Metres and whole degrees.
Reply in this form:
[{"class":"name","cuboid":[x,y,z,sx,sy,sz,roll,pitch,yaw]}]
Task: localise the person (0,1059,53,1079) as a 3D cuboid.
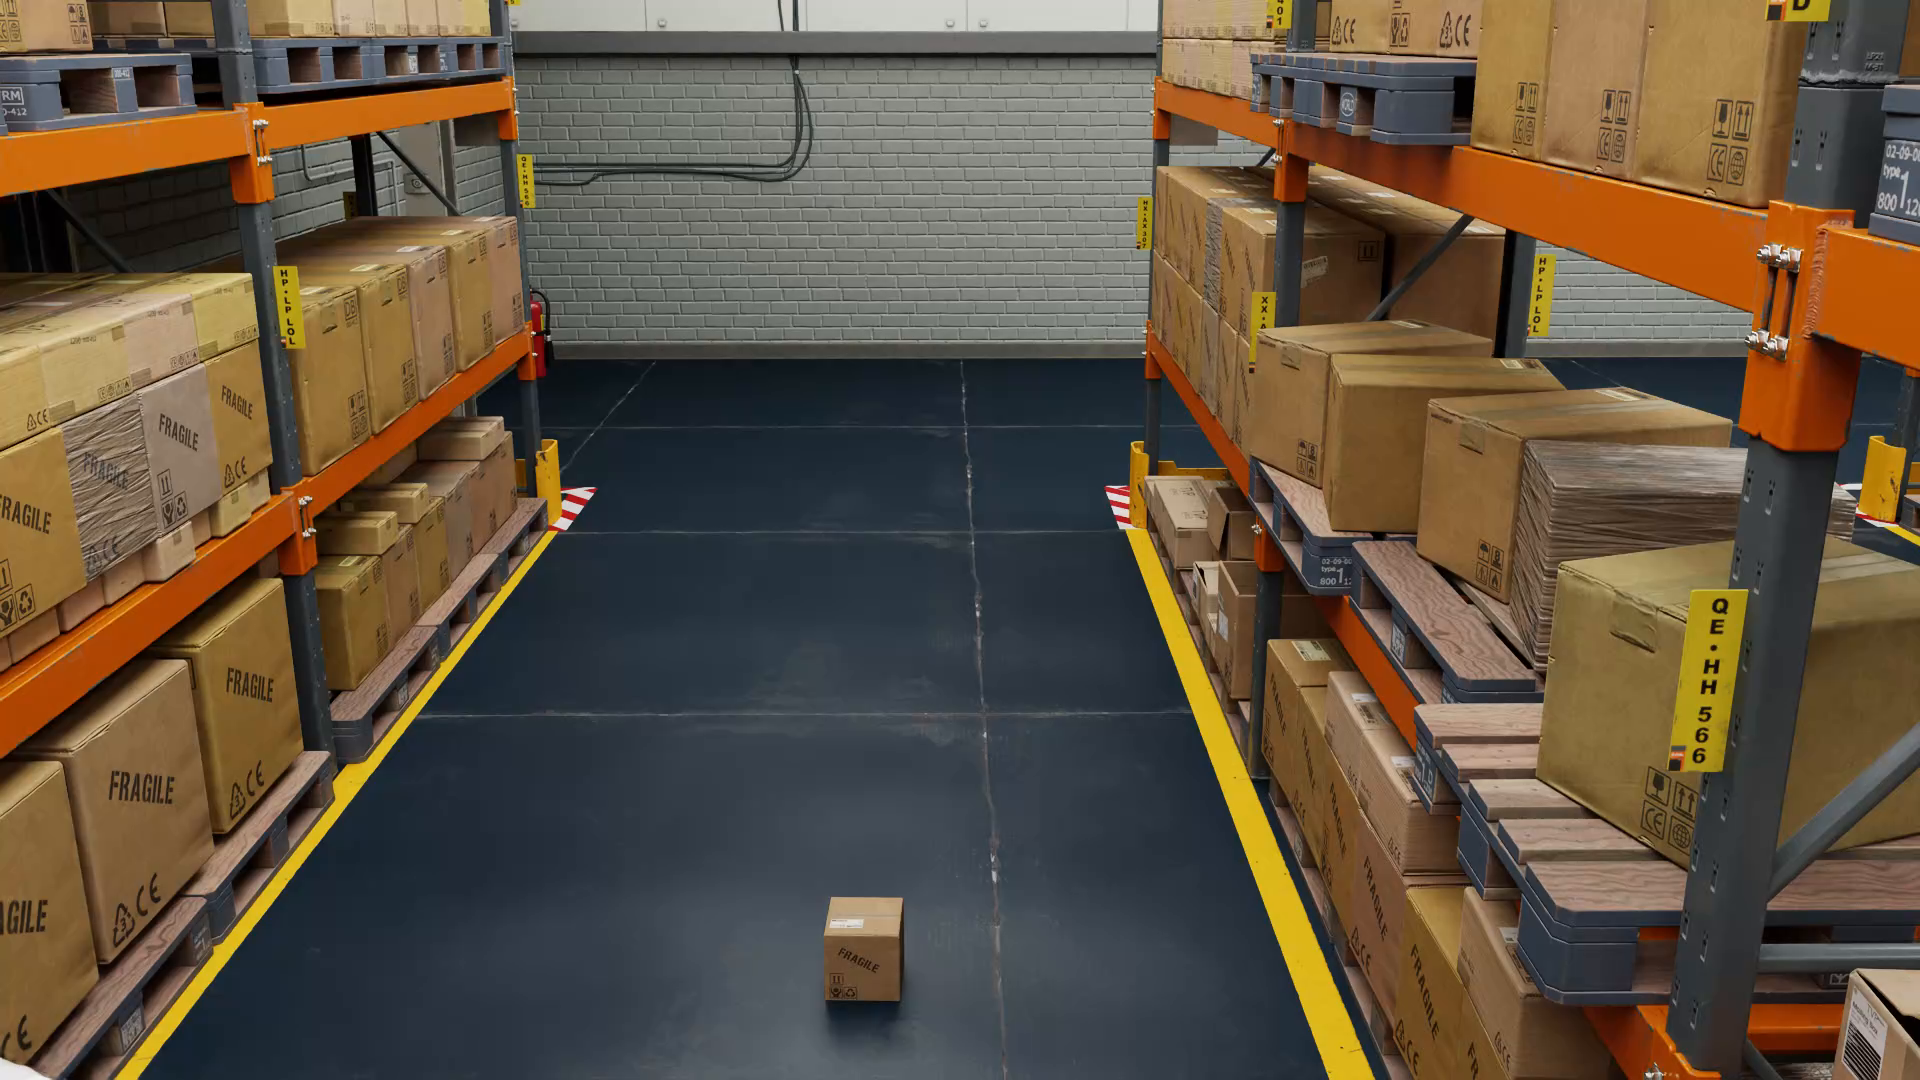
[{"class":"person","cuboid":[-1.644,1.438,2.686,0.571,1.792,0.429,5,18,17]}]
